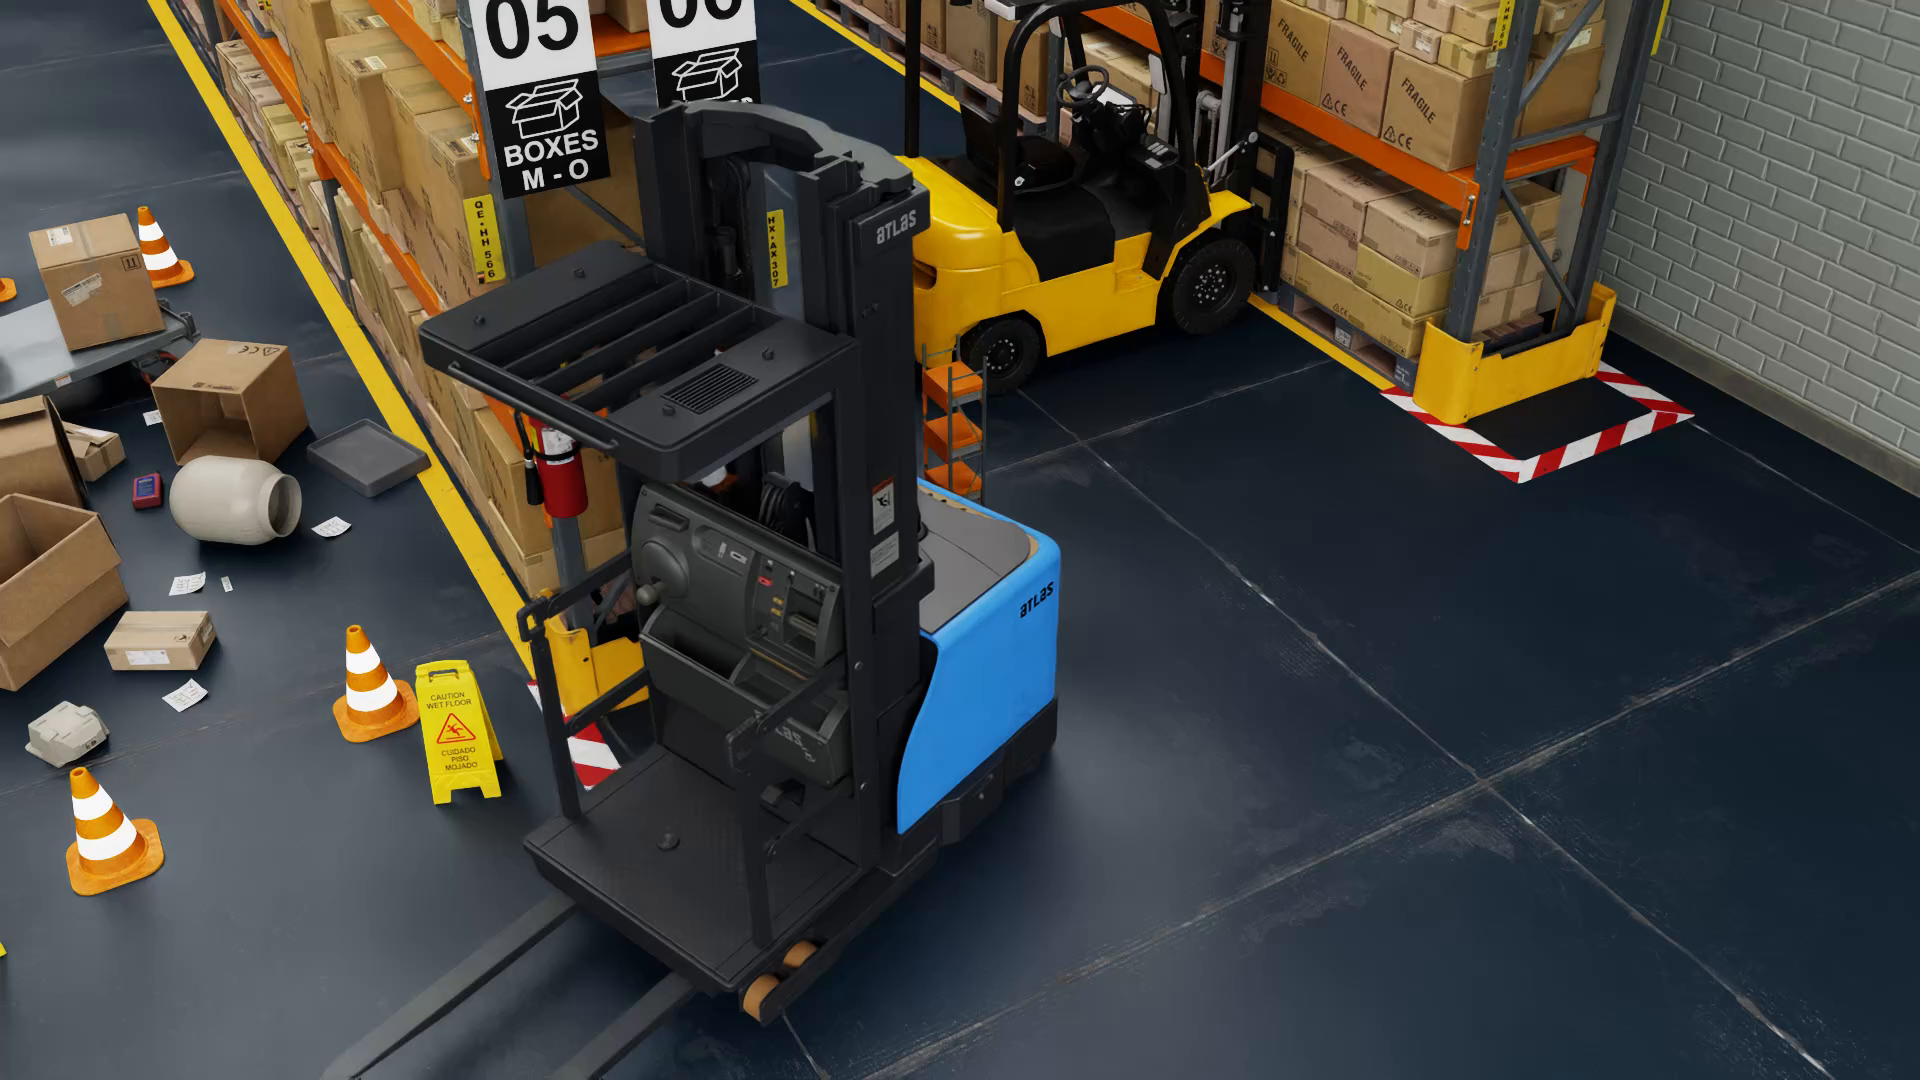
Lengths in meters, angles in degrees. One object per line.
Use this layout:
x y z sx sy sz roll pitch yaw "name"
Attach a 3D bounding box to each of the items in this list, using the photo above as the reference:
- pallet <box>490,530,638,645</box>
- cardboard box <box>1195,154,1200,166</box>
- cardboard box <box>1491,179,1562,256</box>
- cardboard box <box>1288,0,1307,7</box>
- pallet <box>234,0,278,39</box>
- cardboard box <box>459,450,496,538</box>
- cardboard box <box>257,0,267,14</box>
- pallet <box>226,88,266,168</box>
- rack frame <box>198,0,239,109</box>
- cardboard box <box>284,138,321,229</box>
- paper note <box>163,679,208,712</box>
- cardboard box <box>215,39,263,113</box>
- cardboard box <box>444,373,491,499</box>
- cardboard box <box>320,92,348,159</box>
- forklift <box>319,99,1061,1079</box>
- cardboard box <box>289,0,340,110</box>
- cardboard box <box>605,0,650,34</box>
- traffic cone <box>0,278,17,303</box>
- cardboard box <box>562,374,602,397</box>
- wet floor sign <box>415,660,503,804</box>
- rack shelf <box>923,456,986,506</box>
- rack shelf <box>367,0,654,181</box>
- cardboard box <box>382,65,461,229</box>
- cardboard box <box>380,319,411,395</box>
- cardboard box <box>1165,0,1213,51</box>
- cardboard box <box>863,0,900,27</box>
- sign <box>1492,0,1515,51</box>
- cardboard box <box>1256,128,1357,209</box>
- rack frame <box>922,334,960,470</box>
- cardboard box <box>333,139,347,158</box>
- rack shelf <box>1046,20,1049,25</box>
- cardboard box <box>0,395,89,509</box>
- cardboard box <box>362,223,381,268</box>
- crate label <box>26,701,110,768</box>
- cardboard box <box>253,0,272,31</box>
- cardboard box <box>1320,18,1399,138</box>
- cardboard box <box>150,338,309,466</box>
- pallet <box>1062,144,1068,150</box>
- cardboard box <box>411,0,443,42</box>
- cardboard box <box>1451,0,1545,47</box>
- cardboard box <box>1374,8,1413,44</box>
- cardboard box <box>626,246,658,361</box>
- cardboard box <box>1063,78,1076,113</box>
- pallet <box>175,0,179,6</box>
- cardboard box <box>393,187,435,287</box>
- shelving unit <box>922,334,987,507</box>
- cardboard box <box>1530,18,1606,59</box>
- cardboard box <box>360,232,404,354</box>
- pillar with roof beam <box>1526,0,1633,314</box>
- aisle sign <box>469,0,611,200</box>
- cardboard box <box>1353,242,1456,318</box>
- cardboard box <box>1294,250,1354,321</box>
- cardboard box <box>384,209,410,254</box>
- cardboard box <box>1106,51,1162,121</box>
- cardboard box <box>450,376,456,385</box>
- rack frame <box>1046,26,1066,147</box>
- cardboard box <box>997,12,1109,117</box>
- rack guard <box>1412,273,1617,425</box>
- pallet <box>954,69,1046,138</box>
-1.616 0.035 8.023 1.003 0.211 1.213 -19 40 -24 "pallet"
1.806 -2.289 10.393 0.500 0.250 0.500 -19 40 -24 "cardboard box"
3.012 -1.865 9.387 0.500 0.250 0.500 -20 40 -25 "cardboard box"
2.007 -3.144 9.376 0.380 0.149 0.250 -19 40 -24 "cardboard box"
-4.190 -3.633 10.843 1.003 0.211 1.213 -19 40 -24 "pallet"
-2.093 -0.286 8.074 0.500 0.250 0.500 -19 40 -24 "cardboard box"
-3.891 -3.418 9.693 0.500 0.500 0.500 -19 40 -24 "cardboard box"
-4.828 -3.182 12.428 1.003 0.211 1.213 -19 40 -24 "pallet"
-5.220 -4.708 12.152 1.000 3.000 0.127 -19 40 -24 "rack frame"
-3.840 -2.408 10.876 0.950 0.372 0.625 -16 39 -21 "cardboard box"
-3.397 0.679 7.294 0.142 0.019 0.148 26 44 31 "paper note"
-4.945 -3.525 12.405 0.950 0.372 0.625 -22 41 -27 "cardboard box"
-2.094 -0.586 7.849 0.500 0.500 0.500 -17 40 -22 "cardboard box"
-2.958 -2.272 8.481 0.500 0.500 0.500 -19 40 -24 "cardboard box"
-0.903 0.192 5.502 1.130 2.935 3.031 25 43 30 "forklift"
-2.710 -2.412 7.825 0.700 0.500 0.500 -20 41 -25 "cardboard box"
-1.086 -2.003 6.119 0.380 0.149 0.250 -19 40 -24 "cardboard box"
-6.054 -1.712 10.202 0.336 0.463 0.334 -19 40 -24 "traffic cone"
-1.573 -0.654 6.815 0.380 0.149 0.250 -18 40 -22 "cardboard box"
-2.030 0.737 6.694 0.267 0.644 0.232 -6 37 -8 "wet floor sign"
-0.027 -0.218 8.148 0.215 0.259 0.240 -19 40 -24 "rack shelf"
-2.205 -2.569 7.290 1.077 0.370 4.000 -19 40 -24 "rack shelf"
-1.894 -1.648 6.779 0.700 0.500 0.500 -19 40 -24 "cardboard box"
-2.869 -1.077 9.157 0.500 0.250 0.500 -17 39 -21 "cardboard box"
1.608 -3.359 10.220 0.500 0.500 0.500 -19 40 -24 "cardboard box"
-0.293 -4.738 13.851 0.875 0.625 0.625 -18 40 -22 "cardboard box"
2.613 -2.510 7.961 0.100 0.325 0.005 -19 40 -24 "sign"
2.065 -2.219 9.872 0.500 0.250 0.500 -18 40 -23 "cardboard box"
-0.088 -0.513 8.063 0.200 1.050 0.008 -19 40 -24 "rack frame"
-3.157 -2.197 8.928 0.380 0.149 0.250 -18 40 -23 "cardboard box"
0.075 -4.870 12.984 1.077 0.370 4.000 -19 40 -24 "rack shelf"
-4.749 -0.294 8.111 0.797 0.637 0.503 -19 40 -24 "cardboard box"
-2.876 -1.568 8.643 0.380 0.149 0.250 -17 40 -22 "cardboard box"
-3.769 0.811 7.024 0.298 0.136 0.250 19 40 24 "crate label"
-3.985 -3.177 9.914 0.380 0.149 0.250 -20 40 -25 "cardboard box"
2.362 -2.581 9.156 0.500 0.500 0.500 -18 40 -23 "cardboard box"
-3.848 -0.710 8.796 0.500 0.500 0.500 6 37 8 "cardboard box"
1.443 -2.596 11.626 1.003 0.211 1.213 -19 40 -24 "pallet"
-1.775 -1.954 6.052 0.380 0.149 0.250 -19 40 -24 "cardboard box"
2.727 -2.643 8.439 0.380 0.149 0.250 -19 40 -24 "cardboard box"
2.441 -2.769 8.863 0.380 0.149 0.250 -18 40 -23 "cardboard box"
-1.199 -1.112 6.892 0.500 0.500 0.500 -20 40 -25 "cardboard box"
1.056 -3.063 11.452 0.500 0.250 0.500 -19 40 -24 "cardboard box"
-6.777 -5.250 15.259 1.003 0.211 1.213 -19 40 -24 "pallet"
-2.207 -1.496 7.419 0.500 0.500 0.500 -19 40 -24 "cardboard box"
-0.027 -0.451 7.978 0.215 1.050 0.252 -19 40 -24 "shelving unit"
3.143 -2.653 8.704 0.380 0.149 0.250 -20 41 -25 "cardboard box"
-2.868 -1.379 8.935 0.500 0.500 0.500 -17 40 -22 "cardboard box"
-0.203 -3.870 5.919 9.100 9.000 0.400 -19 40 -24 "pillar with roof beam"
-1.420 -1.560 5.639 0.394 0.787 0.004 -19 40 -24 "aisle sign"
2.575 -1.517 9.335 0.500 0.250 0.500 -19 40 -24 "cardboard box"
2.339 -1.562 9.821 0.500 0.250 0.500 -19 40 -24 "cardboard box"
-2.544 -1.535 8.022 0.380 0.149 0.250 -19 40 -24 "cardboard box"
1.300 -3.000 10.942 0.500 0.250 0.500 -19 40 -24 "cardboard box"
-2.195 -0.880 7.700 0.380 0.149 0.250 -18 40 -23 "cardboard box"
1.080 -4.140 11.376 1.000 3.000 0.127 -19 40 -24 "rack frame"
0.808 -3.614 12.312 0.875 0.625 0.625 -17 39 -22 "cardboard box"
3.101 -1.079 9.303 1.175 0.500 0.348 -19 40 -24 "rack guard"
0.676 -3.379 12.697 1.003 0.211 1.213 -19 40 -24 "pallet"
